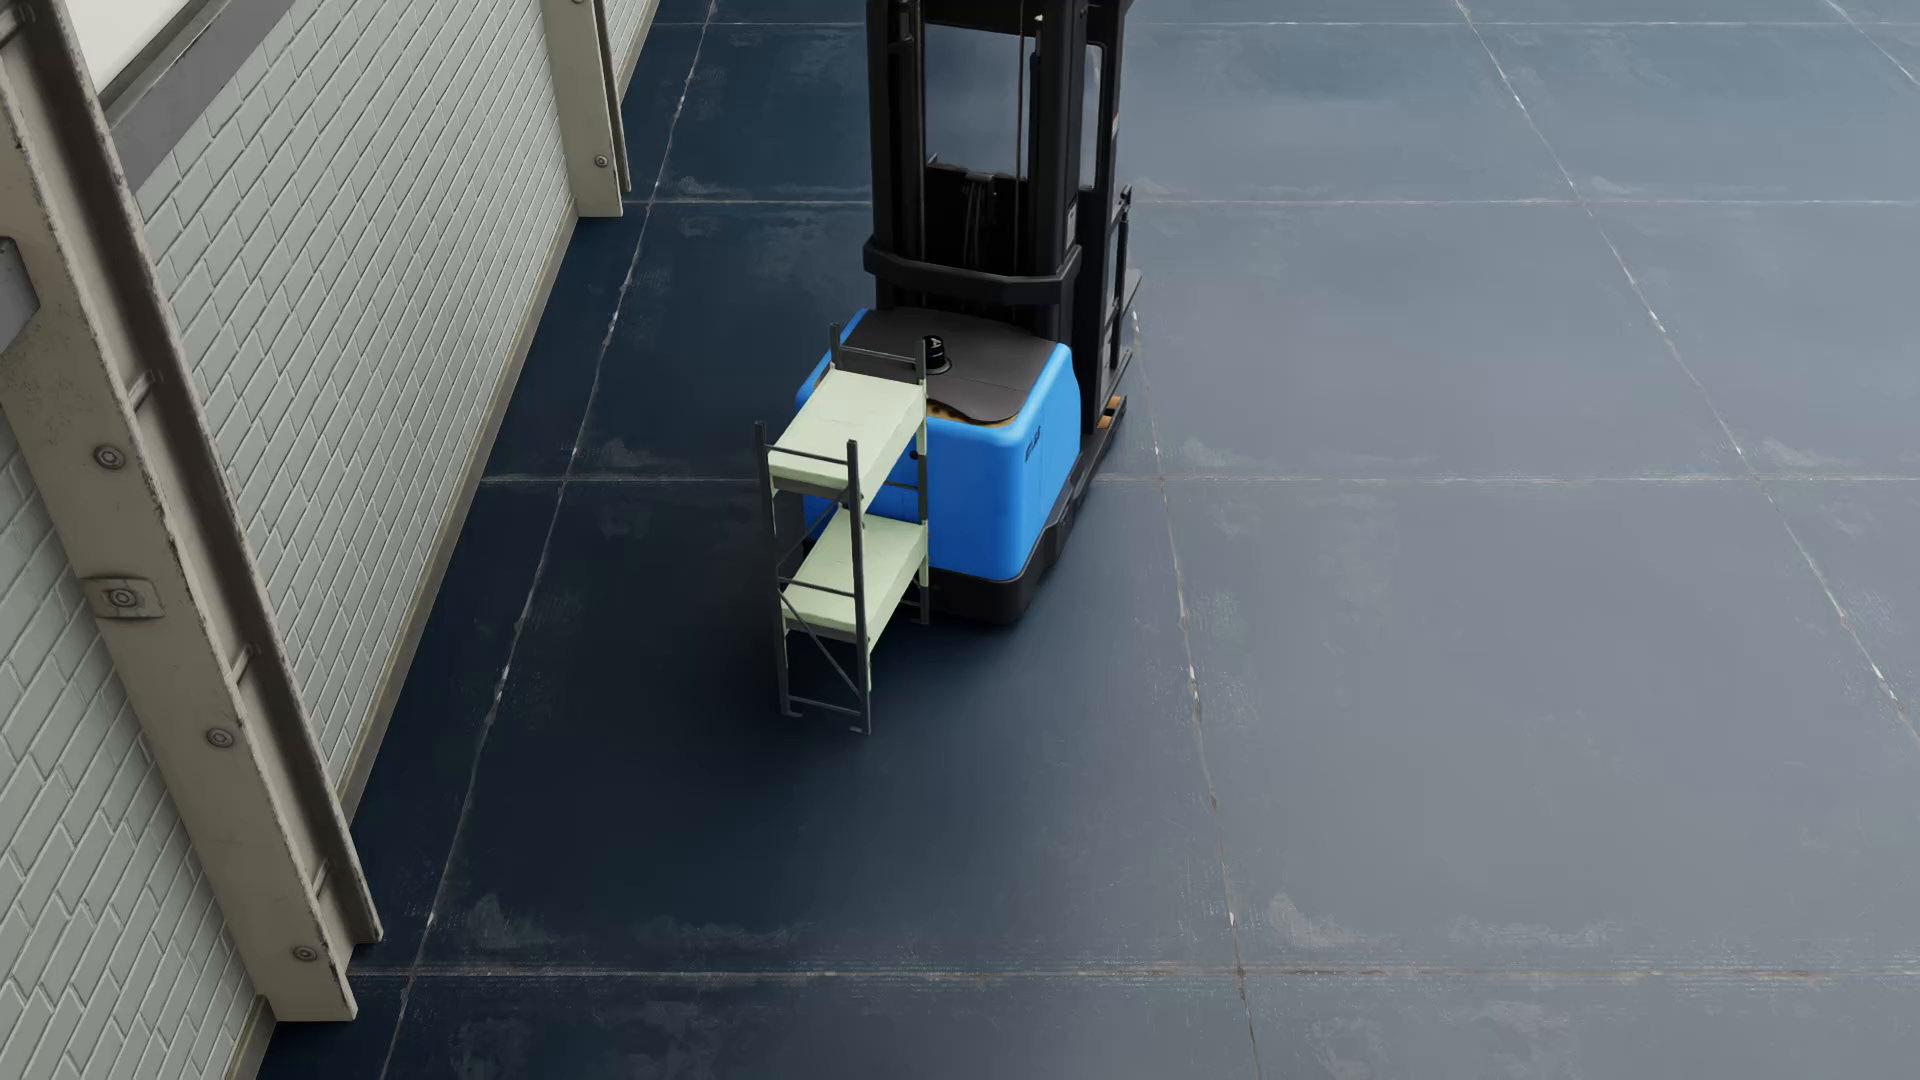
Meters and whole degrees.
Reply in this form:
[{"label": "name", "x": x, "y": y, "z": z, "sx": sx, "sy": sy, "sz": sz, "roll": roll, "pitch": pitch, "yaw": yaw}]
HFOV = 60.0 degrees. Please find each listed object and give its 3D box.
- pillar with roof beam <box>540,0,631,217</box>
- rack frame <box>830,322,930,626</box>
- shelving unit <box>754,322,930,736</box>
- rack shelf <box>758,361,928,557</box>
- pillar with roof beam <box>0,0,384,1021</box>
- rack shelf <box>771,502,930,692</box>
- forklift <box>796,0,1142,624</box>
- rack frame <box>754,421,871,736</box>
[{"label": "pillar with roof beam", "x": 2.002, "y": -5.692, "z": 7.902, "sx": 9.100, "sy": 9.000, "sz": 0.400, "roll": 0, "pitch": 39, "yaw": 0}, {"label": "rack frame", "x": -0.330, "y": -0.244, "z": 7.100, "sx": 0.400, "sy": 1.500, "sz": 0.023, "roll": 12, "pitch": 40, "yaw": 15}, {"label": "shelving unit", "x": -0.448, "y": -0.027, "z": 6.830, "sx": 0.431, "sy": 1.500, "sz": 0.755, "roll": 12, "pitch": 40, "yaw": 15}, {"label": "rack shelf", "x": -0.448, "y": -0.331, "z": 6.586, "sx": 0.431, "sy": 0.370, "sz": 0.720, "roll": 12, "pitch": 40, "yaw": 15}, {"label": "pillar with roof beam", "x": 2.009, "y": -1.940, "z": 3.220, "sx": 9.100, "sy": 9.000, "sz": 0.400, "roll": 0, "pitch": 39, "yaw": 0}, {"label": "rack shelf", "x": -0.448, "y": 0.227, "z": 7.034, "sx": 0.431, "sy": 0.370, "sz": 0.720, "roll": 12, "pitch": 40, "yaw": 15}, {"label": "forklift", "x": 0.238, "y": -1.696, "z": 7.769, "sx": 1.130, "sy": 2.935, "sz": 3.031, "roll": 12, "pitch": 40, "yaw": 15}, {"label": "rack frame", "x": -0.566, "y": 0.190, "z": 6.559, "sx": 0.400, "sy": 1.500, "sz": 0.023, "roll": 12, "pitch": 40, "yaw": 15}]
